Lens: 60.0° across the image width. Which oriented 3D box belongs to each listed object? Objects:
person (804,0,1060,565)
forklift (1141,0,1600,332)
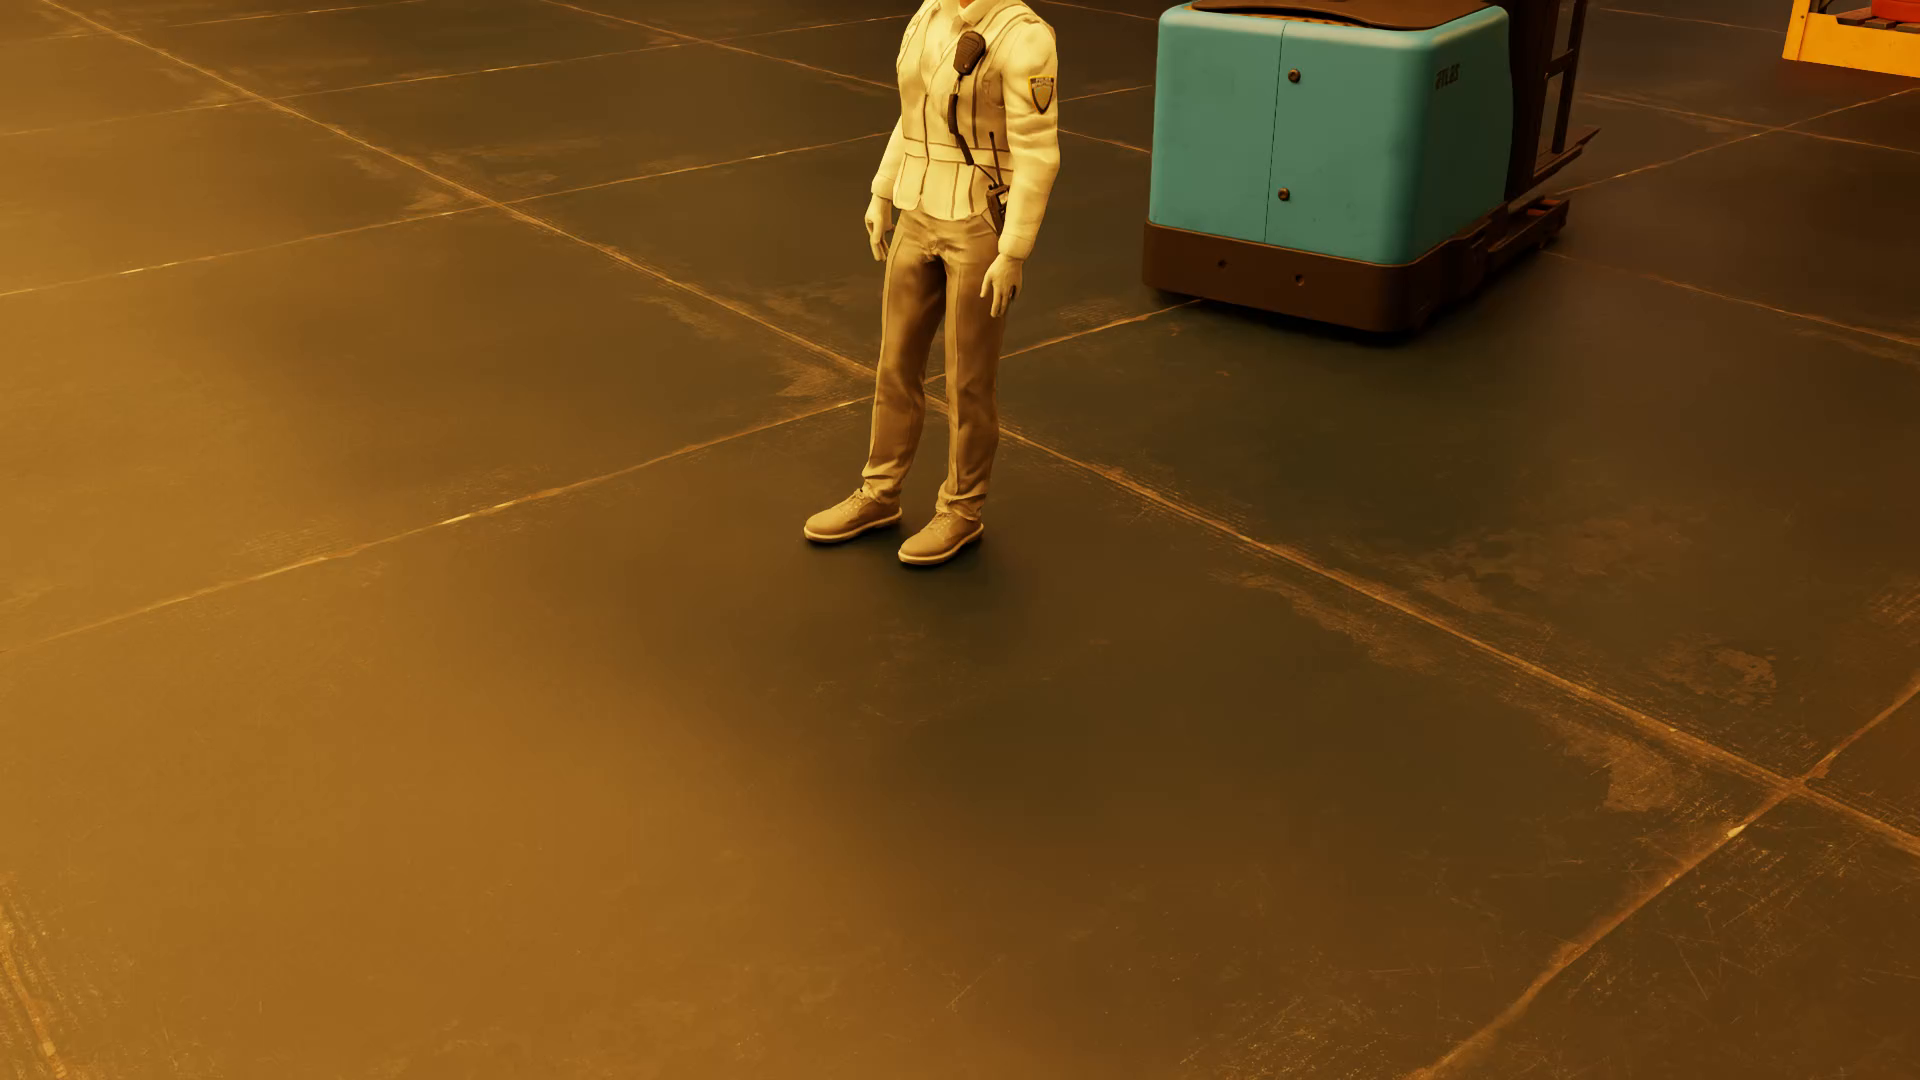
[{"bbox_3d":[-0.057,-0.748,4.087,0.531,1.695,0.588,-20,33,-35],"label":"person"},{"bbox_3d":[1.942,-2.638,6.522,1.130,2.935,3.031,17,31,31],"label":"forklift"}]
